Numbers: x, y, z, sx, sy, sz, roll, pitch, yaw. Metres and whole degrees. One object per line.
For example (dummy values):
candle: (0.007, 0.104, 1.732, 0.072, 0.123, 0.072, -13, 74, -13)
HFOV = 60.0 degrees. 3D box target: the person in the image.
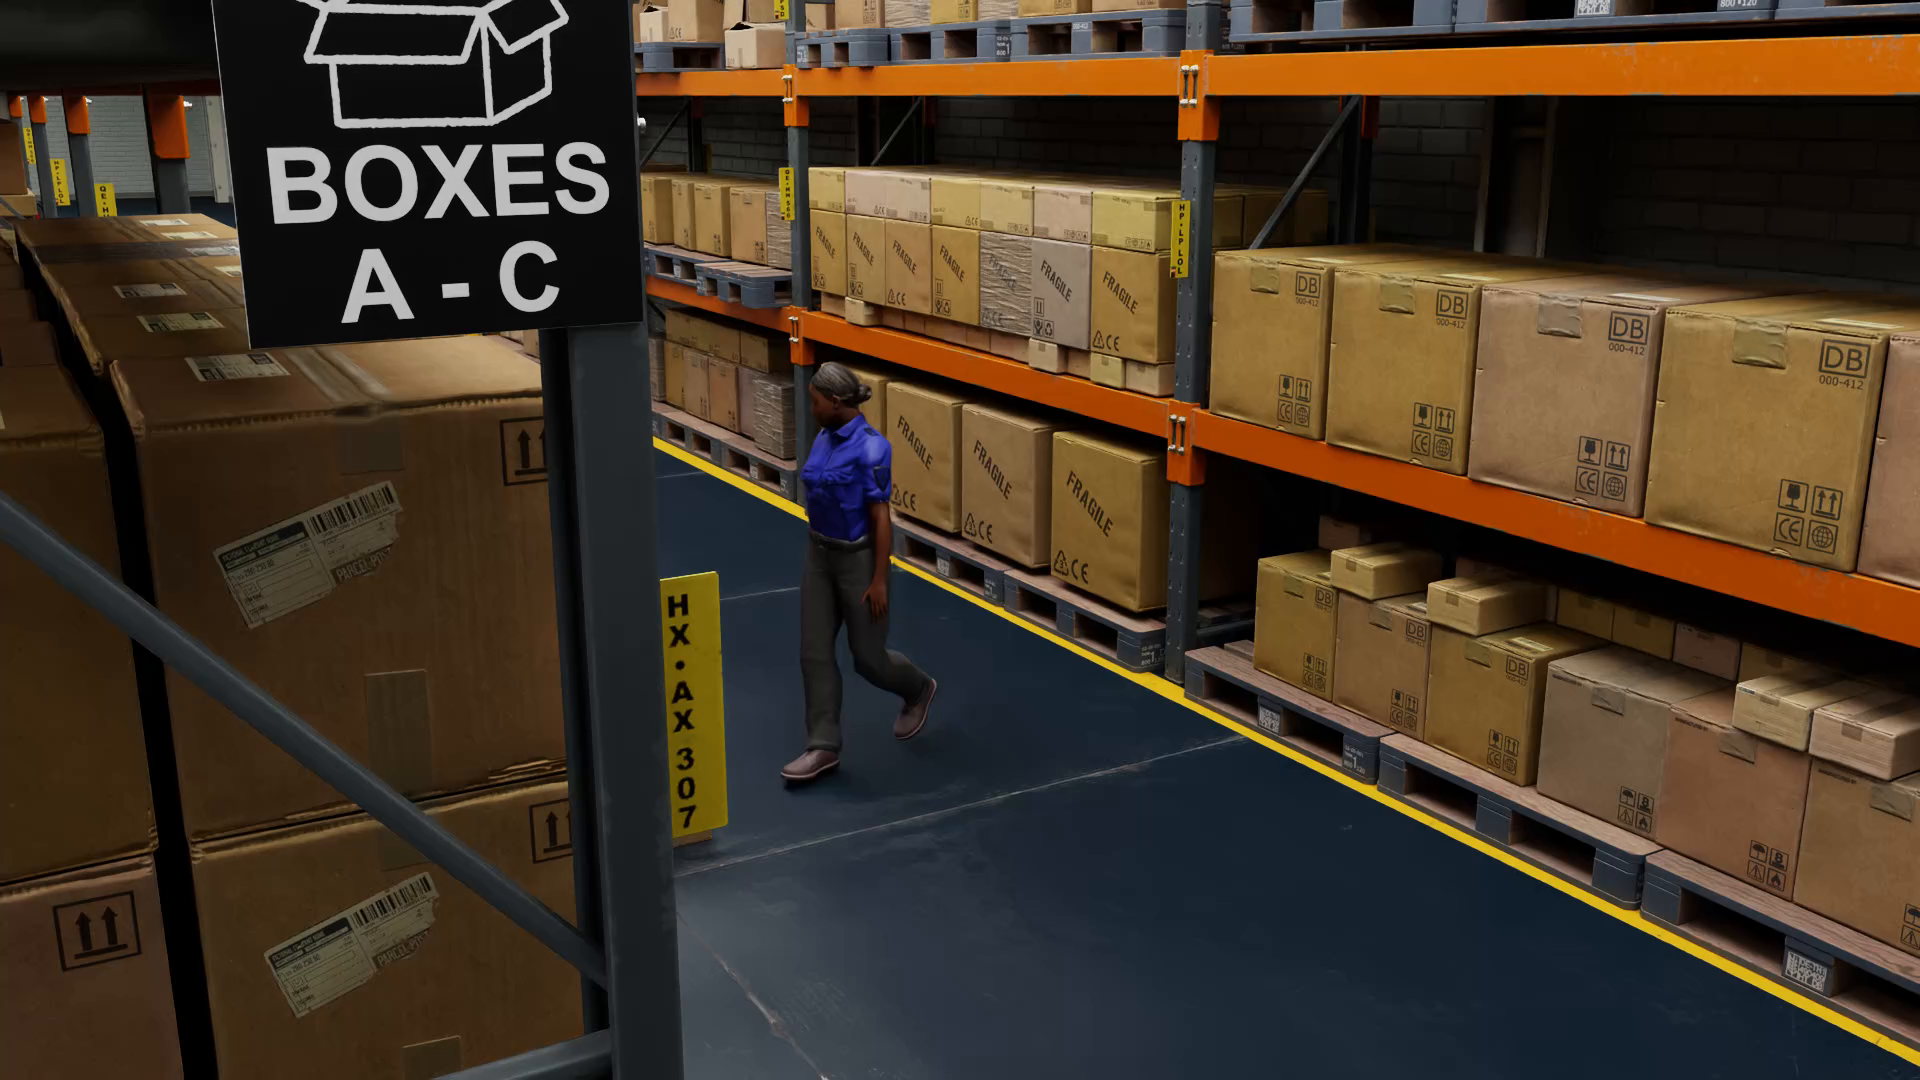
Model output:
person: (-0.548, 0.155, 6.445, 0.482, 1.703, 0.372, 12, 19, 38)
